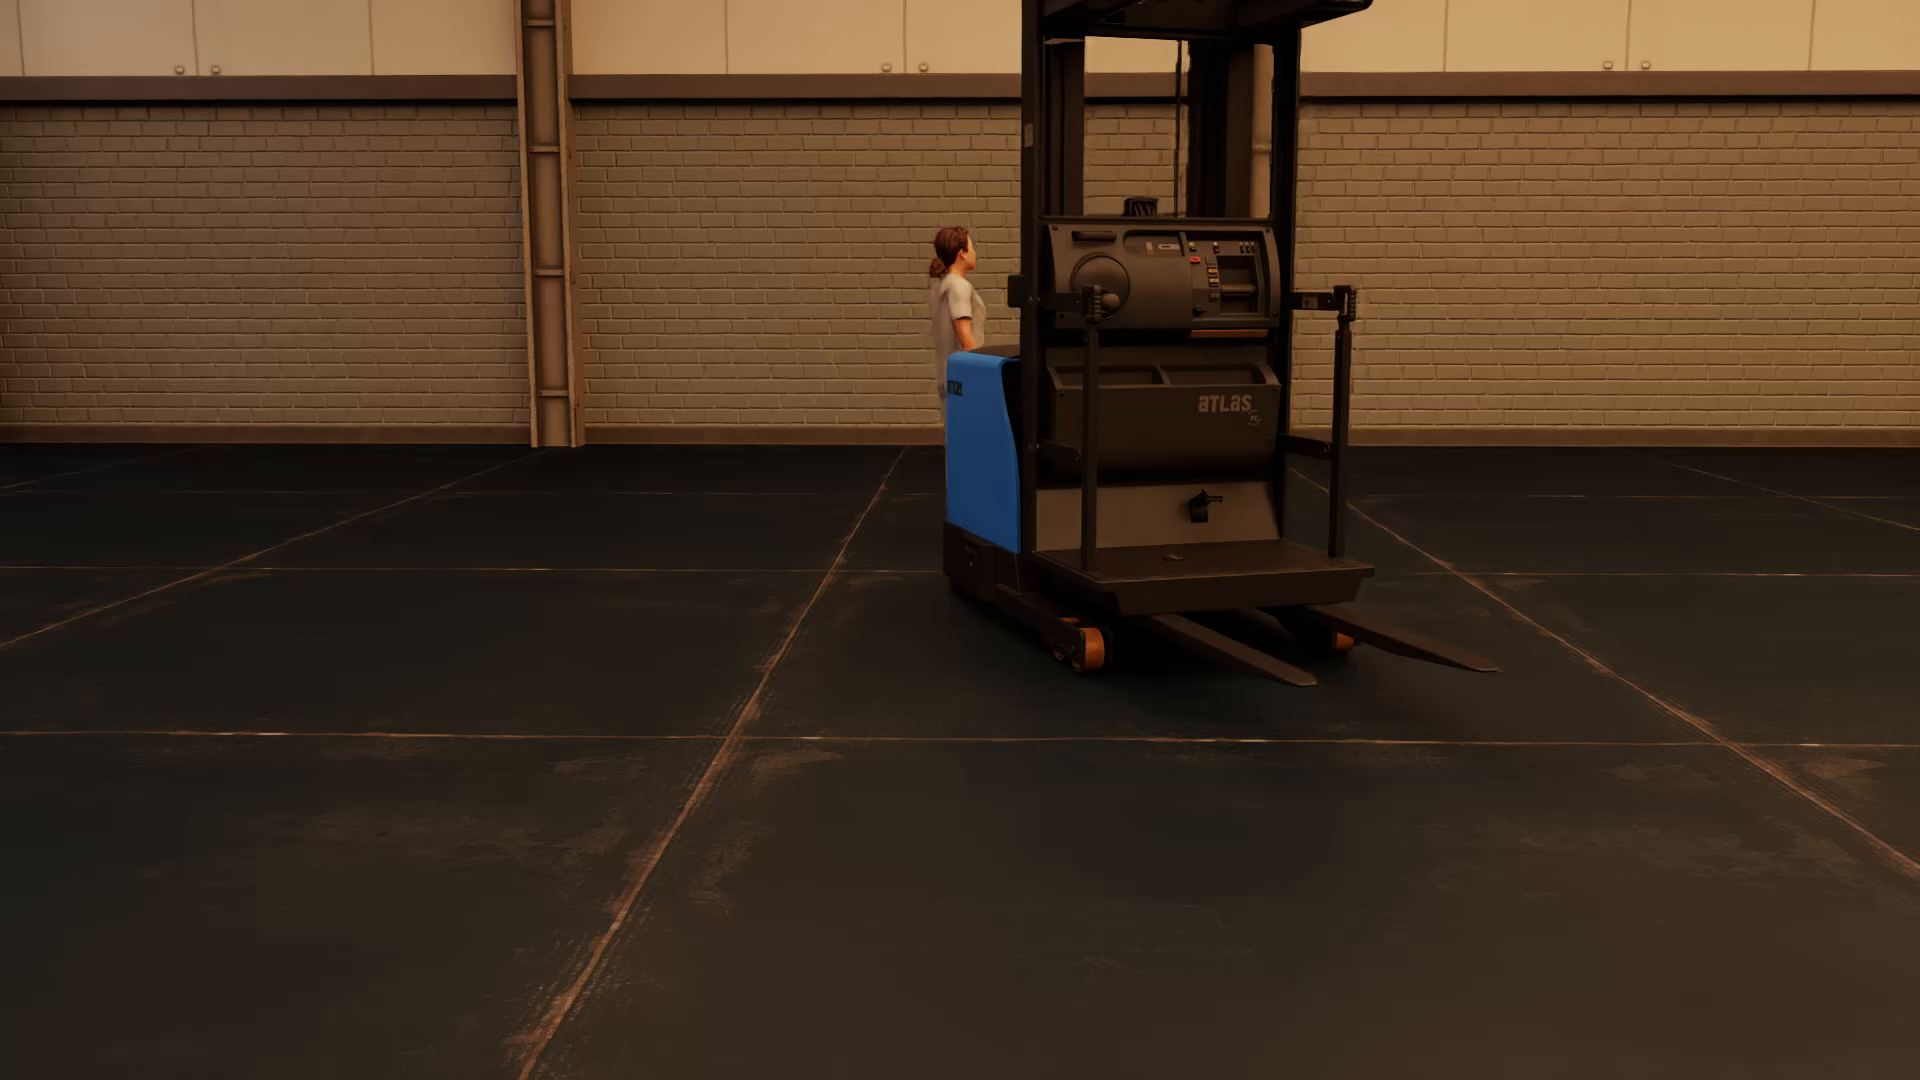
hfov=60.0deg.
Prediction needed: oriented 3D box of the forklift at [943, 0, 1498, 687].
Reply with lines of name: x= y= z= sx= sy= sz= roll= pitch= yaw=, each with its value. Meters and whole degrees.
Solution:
forklift: x=0.847 y=-1.044 z=6.126 sx=1.130 sy=2.935 sz=3.031 roll=-3 pitch=9 yaw=-17

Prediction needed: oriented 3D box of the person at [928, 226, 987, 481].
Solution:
person: x=0.055 y=-0.823 z=8.848 sx=0.444 sy=1.676 sz=0.618 roll=-3 pitch=9 yaw=-18
